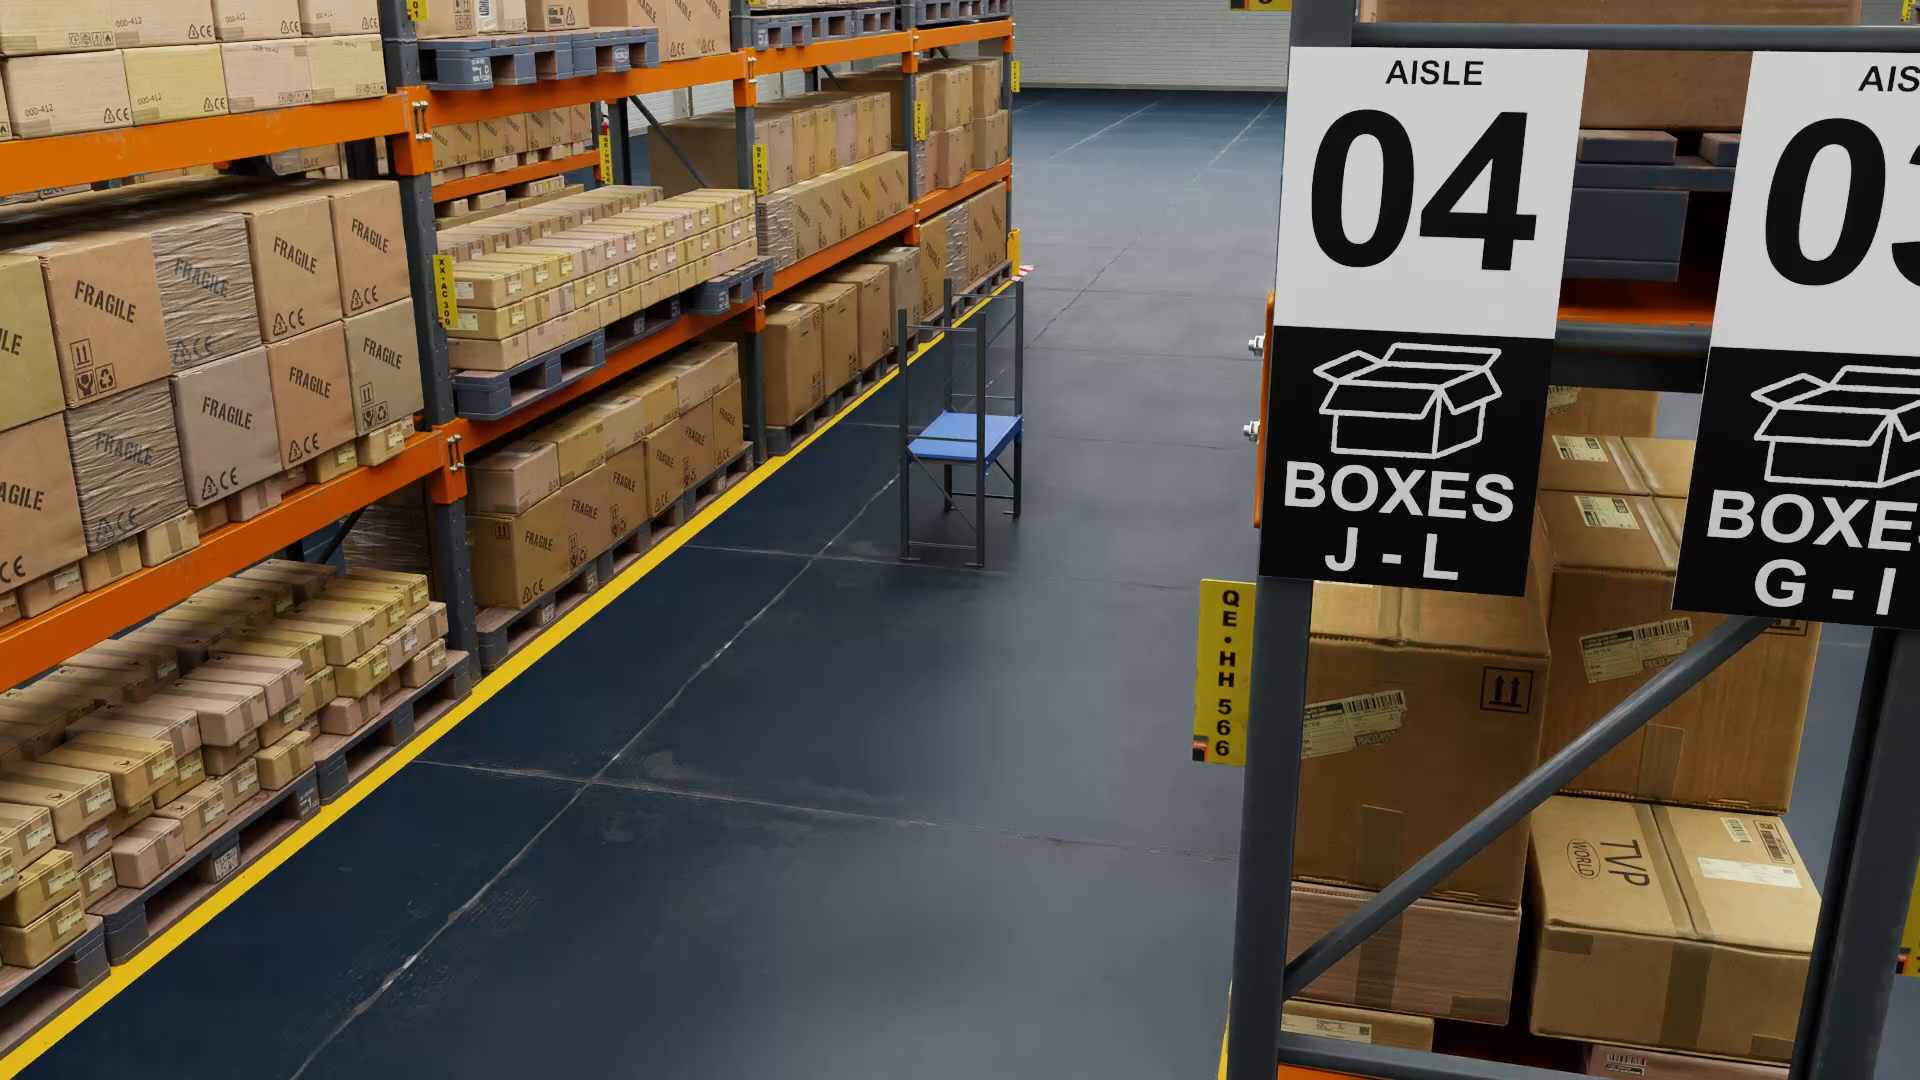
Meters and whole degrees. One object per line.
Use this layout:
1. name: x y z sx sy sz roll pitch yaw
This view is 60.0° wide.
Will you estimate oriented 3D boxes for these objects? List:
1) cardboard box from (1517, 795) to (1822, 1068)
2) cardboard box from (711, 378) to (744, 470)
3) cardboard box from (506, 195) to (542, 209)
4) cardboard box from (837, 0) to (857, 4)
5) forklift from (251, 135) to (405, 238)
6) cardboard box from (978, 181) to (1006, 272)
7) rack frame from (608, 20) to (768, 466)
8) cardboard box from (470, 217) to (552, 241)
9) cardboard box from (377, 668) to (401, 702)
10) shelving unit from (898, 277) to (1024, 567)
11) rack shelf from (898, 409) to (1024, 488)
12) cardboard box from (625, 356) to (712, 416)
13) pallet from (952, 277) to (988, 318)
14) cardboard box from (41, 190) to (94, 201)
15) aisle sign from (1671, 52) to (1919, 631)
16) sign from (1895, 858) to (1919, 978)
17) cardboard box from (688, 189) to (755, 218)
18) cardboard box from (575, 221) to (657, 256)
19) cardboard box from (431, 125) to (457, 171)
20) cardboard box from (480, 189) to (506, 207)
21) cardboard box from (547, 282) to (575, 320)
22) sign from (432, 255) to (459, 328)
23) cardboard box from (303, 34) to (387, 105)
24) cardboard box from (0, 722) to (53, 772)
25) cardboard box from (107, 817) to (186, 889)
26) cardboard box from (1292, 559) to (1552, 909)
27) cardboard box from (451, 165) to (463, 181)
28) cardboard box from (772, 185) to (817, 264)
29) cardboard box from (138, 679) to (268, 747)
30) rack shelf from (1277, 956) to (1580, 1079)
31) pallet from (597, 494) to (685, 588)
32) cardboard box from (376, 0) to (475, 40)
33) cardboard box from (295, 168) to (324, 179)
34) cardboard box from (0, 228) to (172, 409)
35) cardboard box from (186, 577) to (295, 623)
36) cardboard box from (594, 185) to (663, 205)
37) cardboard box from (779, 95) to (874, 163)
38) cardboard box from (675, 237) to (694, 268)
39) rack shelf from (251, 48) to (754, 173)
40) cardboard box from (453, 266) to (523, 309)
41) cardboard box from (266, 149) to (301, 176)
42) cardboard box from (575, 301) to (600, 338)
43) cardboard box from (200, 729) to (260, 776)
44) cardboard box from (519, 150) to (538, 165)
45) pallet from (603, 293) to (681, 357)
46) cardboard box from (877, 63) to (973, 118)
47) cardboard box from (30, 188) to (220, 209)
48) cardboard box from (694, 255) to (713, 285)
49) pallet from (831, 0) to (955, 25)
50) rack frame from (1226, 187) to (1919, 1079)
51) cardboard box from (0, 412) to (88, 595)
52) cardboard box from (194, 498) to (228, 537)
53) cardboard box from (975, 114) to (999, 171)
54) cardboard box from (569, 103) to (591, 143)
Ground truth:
1. cardboard box: 1.342 0.730 3.181 0.500 0.250 0.500 4 19 12
2. cardboard box: -1.775 -0.791 11.080 0.500 0.500 0.500 5 19 13
3. cardboard box: -4.935 -3.528 18.319 0.500 0.500 0.500 4 19 12
4. cardboard box: -1.105 -4.312 12.864 0.500 0.311 0.500 4 19 11
5. forklift: -4.444 -2.092 11.776 1.130 2.935 3.031 -3 19 -10
6. cardboard box: -0.015 -3.485 18.387 0.875 0.875 0.875 5 19 14
7. rack frame: -1.868 -2.002 11.408 1.000 3.000 0.127 5 19 13
8. cardboard box: -2.553 -1.744 9.471 0.380 0.149 0.250 4 19 13
9. cardboard box: -2.755 0.627 7.472 0.380 0.149 0.250 5 20 15
10. shelving unit: 0.021 -0.736 10.023 0.538 1.500 1.048 5 19 13
11. rack shelf: 0.021 -0.566 10.082 0.538 0.185 1.000 5 19 13
12. cardboard box: -1.893 -0.978 10.469 0.500 0.250 0.500 5 19 14
13. pallet: -0.333 -2.552 17.332 1.003 0.211 1.213 5 19 13
14. cardboard box: -6.564 -2.355 11.900 0.500 0.250 0.500 5 19 13
15. aisle sign: 1.236 -0.255 2.271 0.394 0.787 0.004 5 19 13
16. sign: 1.499 0.528 2.541 0.100 0.325 0.005 5 19 13
17. cardboard box: -1.543 -2.173 10.728 0.380 0.149 0.250 4 19 11
18. cardboard box: -1.925 -1.687 9.304 0.380 0.149 0.250 5 20 15
19. cardboard box: -5.337 -3.919 16.405 0.500 0.500 0.500 5 19 13
20. cardboard box: -5.034 -3.618 17.580 0.380 0.149 0.250 6 20 17
21. cardboard box: -2.179 -1.218 8.392 0.380 0.149 0.250 5 20 15
22. sign: -2.317 -1.117 7.479 0.100 0.325 0.005 5 19 13
23. cardboard box: -2.703 -1.921 6.764 0.500 0.250 0.500 5 20 15
24. cardboard box: -3.573 0.784 6.091 0.380 0.149 0.250 4 19 12
25. cardboard box: -3.061 1.120 6.029 0.380 0.149 0.250 4 19 11
26. cardboard box: 0.827 0.331 3.190 0.500 0.500 0.500 5 19 14
27. cardboard box: -5.280 -3.738 16.880 0.380 0.149 0.250 5 19 13
28. cardboard box: -1.375 -2.328 12.208 0.500 0.500 0.500 4 19 13
29. cardboard box: -2.927 0.667 6.433 0.380 0.149 0.250 4 19 11
30. rack shelf: 1.451 0.643 4.779 1.077 0.370 4.000 5 19 13
31. pallet: -2.360 -0.056 10.026 1.003 0.211 1.213 5 19 13
32. cardboard box: -2.646 -2.524 7.491 0.700 0.500 0.500 5 19 13
33. cardboard box: -5.836 -3.193 14.634 0.380 0.149 0.250 5 19 13
34. cardboard box: -3.068 -0.755 5.596 0.500 0.500 0.500 4 19 12
35. cardboard box: -3.255 0.294 7.527 0.380 0.149 0.250 6 20 16
36. cardboard box: -2.169 -2.232 10.901 0.380 0.149 0.250 5 19 13
37. cardboard box: -1.130 -3.459 13.971 0.700 0.500 0.500 4 19 12
38. cardboard box: -1.797 -1.709 9.829 0.380 0.149 0.250 5 19 13
39. rack shelf: -2.356 -2.454 9.204 1.077 0.370 4.000 5 19 13
40. cardboard box: -2.303 -1.197 7.869 0.380 0.149 0.250 6 20 16
41. cardboard box: -5.984 -3.358 14.113 0.500 0.500 0.500 4 19 11
42. cardboard box: -2.113 -1.159 8.679 0.380 0.149 0.250 5 19 14
43. cardboard box: -3.001 0.791 6.531 0.380 0.149 0.250 4 19 11
44. cardboard box: -4.866 -4.209 18.259 0.380 0.149 0.250 4 19 13
45. pallet: -2.312 -1.287 9.613 1.003 0.211 1.213 5 19 13
46. cardboard box: -0.355 -4.634 17.210 0.875 0.550 0.550 5 19 13
47. cardboard box: -3.303 -1.124 6.674 0.500 0.500 0.500 4 19 12
48. cardboard box: -1.732 -1.655 10.130 0.380 0.149 0.250 4 19 13
49. pallet: -0.680 -4.889 15.356 1.003 0.211 1.213 5 19 13
50. rack frame: 0.963 0.929 2.827 1.000 3.000 0.127 5 19 13
51. cardboard box: -3.207 -0.124 5.294 0.500 0.500 0.500 5 19 14
52. cardboard box: -3.006 -0.111 6.260 0.380 0.149 0.250 4 19 13
53. cardboard box: -0.073 -4.286 17.864 0.875 0.550 0.550 5 19 13
54. cardboard box: -4.603 -4.865 19.175 0.500 0.500 0.500 4 19 12
